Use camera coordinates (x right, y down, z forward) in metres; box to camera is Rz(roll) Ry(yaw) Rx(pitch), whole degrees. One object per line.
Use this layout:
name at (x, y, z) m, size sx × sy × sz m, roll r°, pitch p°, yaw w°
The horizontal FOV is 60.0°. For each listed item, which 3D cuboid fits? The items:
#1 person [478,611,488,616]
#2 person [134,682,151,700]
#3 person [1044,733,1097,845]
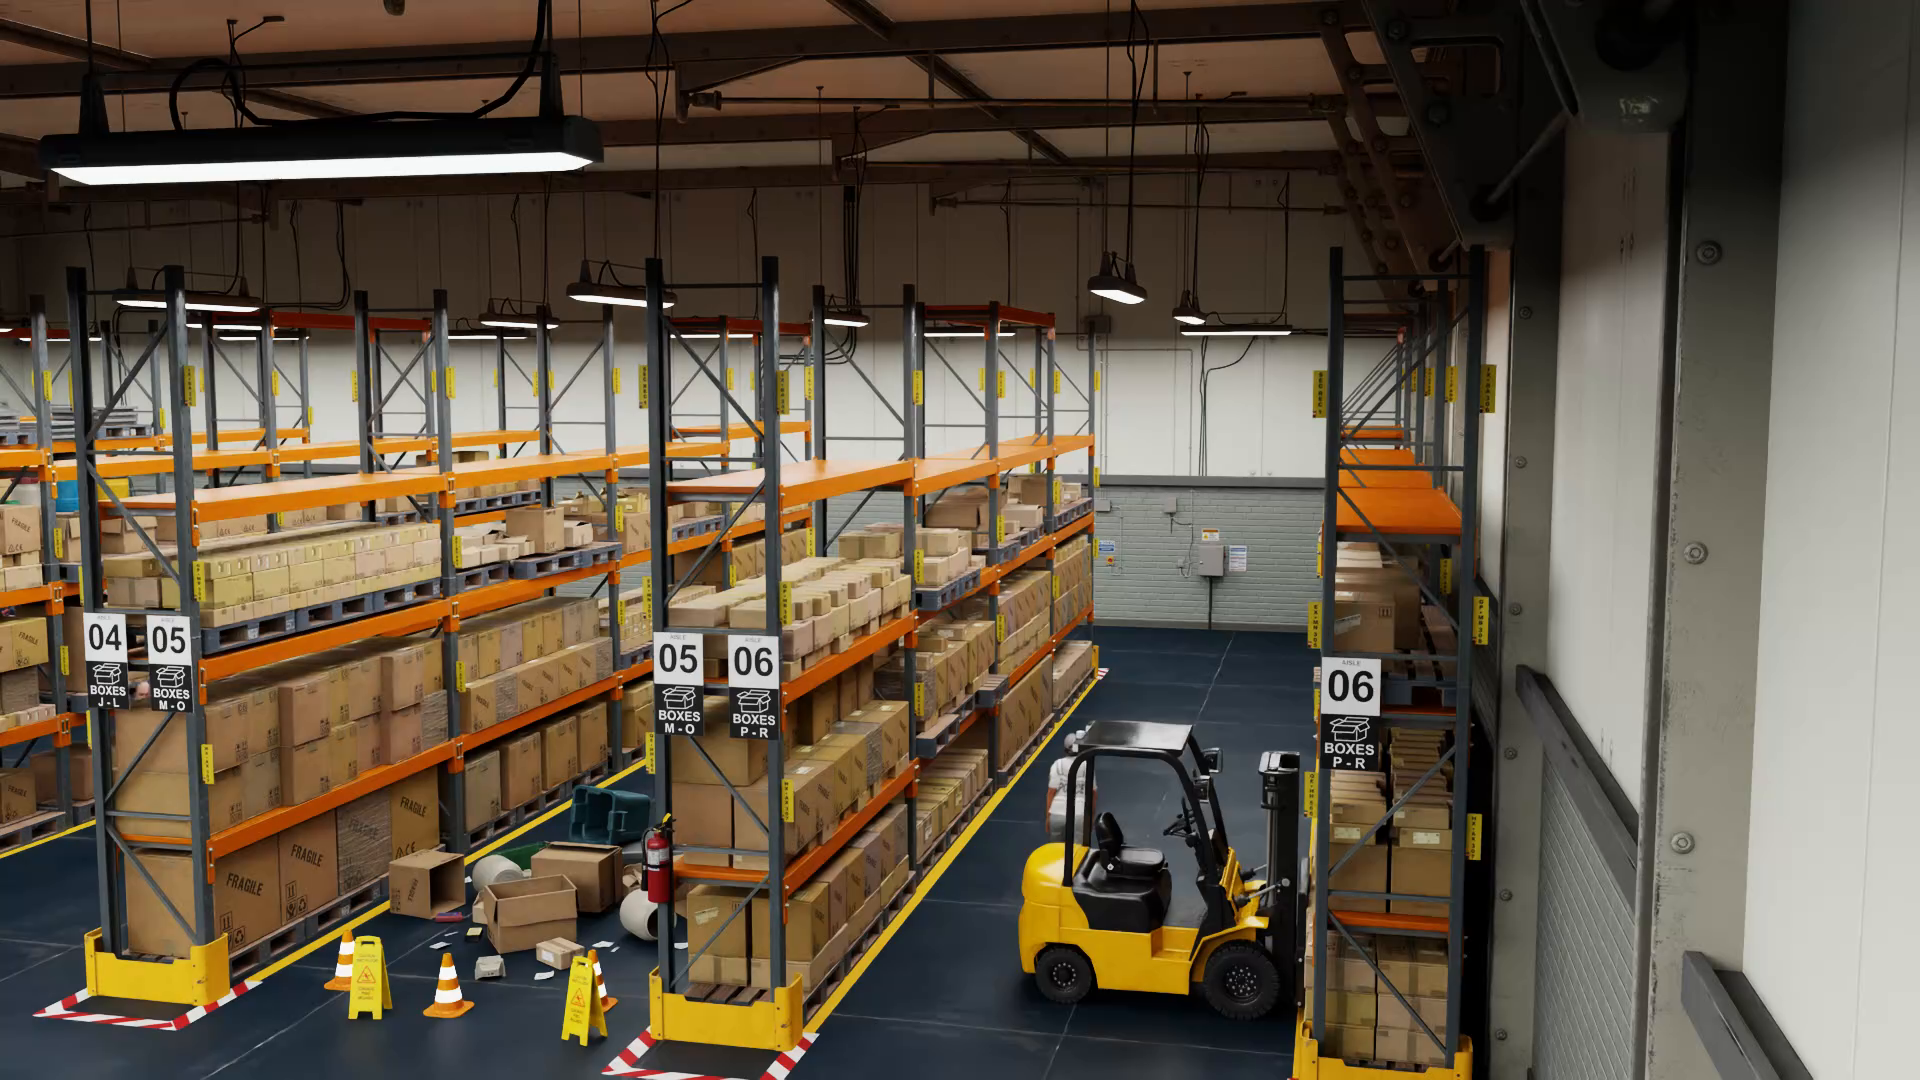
person at (-7.221, 1.831, 25.445) m, size 0.494 × 1.540 × 0.664 m, roll 1°, pitch 6°, yaw 10°
person at (-8.983, 2.471, 18.113) m, size 0.620 × 1.794 × 0.799 m, roll 0°, pitch 6°, yaw 2°
person at (1.075, 2.740, 16.175) m, size 0.507 × 1.712 × 0.606 m, roll 1°, pitch 6°, yaw 9°
